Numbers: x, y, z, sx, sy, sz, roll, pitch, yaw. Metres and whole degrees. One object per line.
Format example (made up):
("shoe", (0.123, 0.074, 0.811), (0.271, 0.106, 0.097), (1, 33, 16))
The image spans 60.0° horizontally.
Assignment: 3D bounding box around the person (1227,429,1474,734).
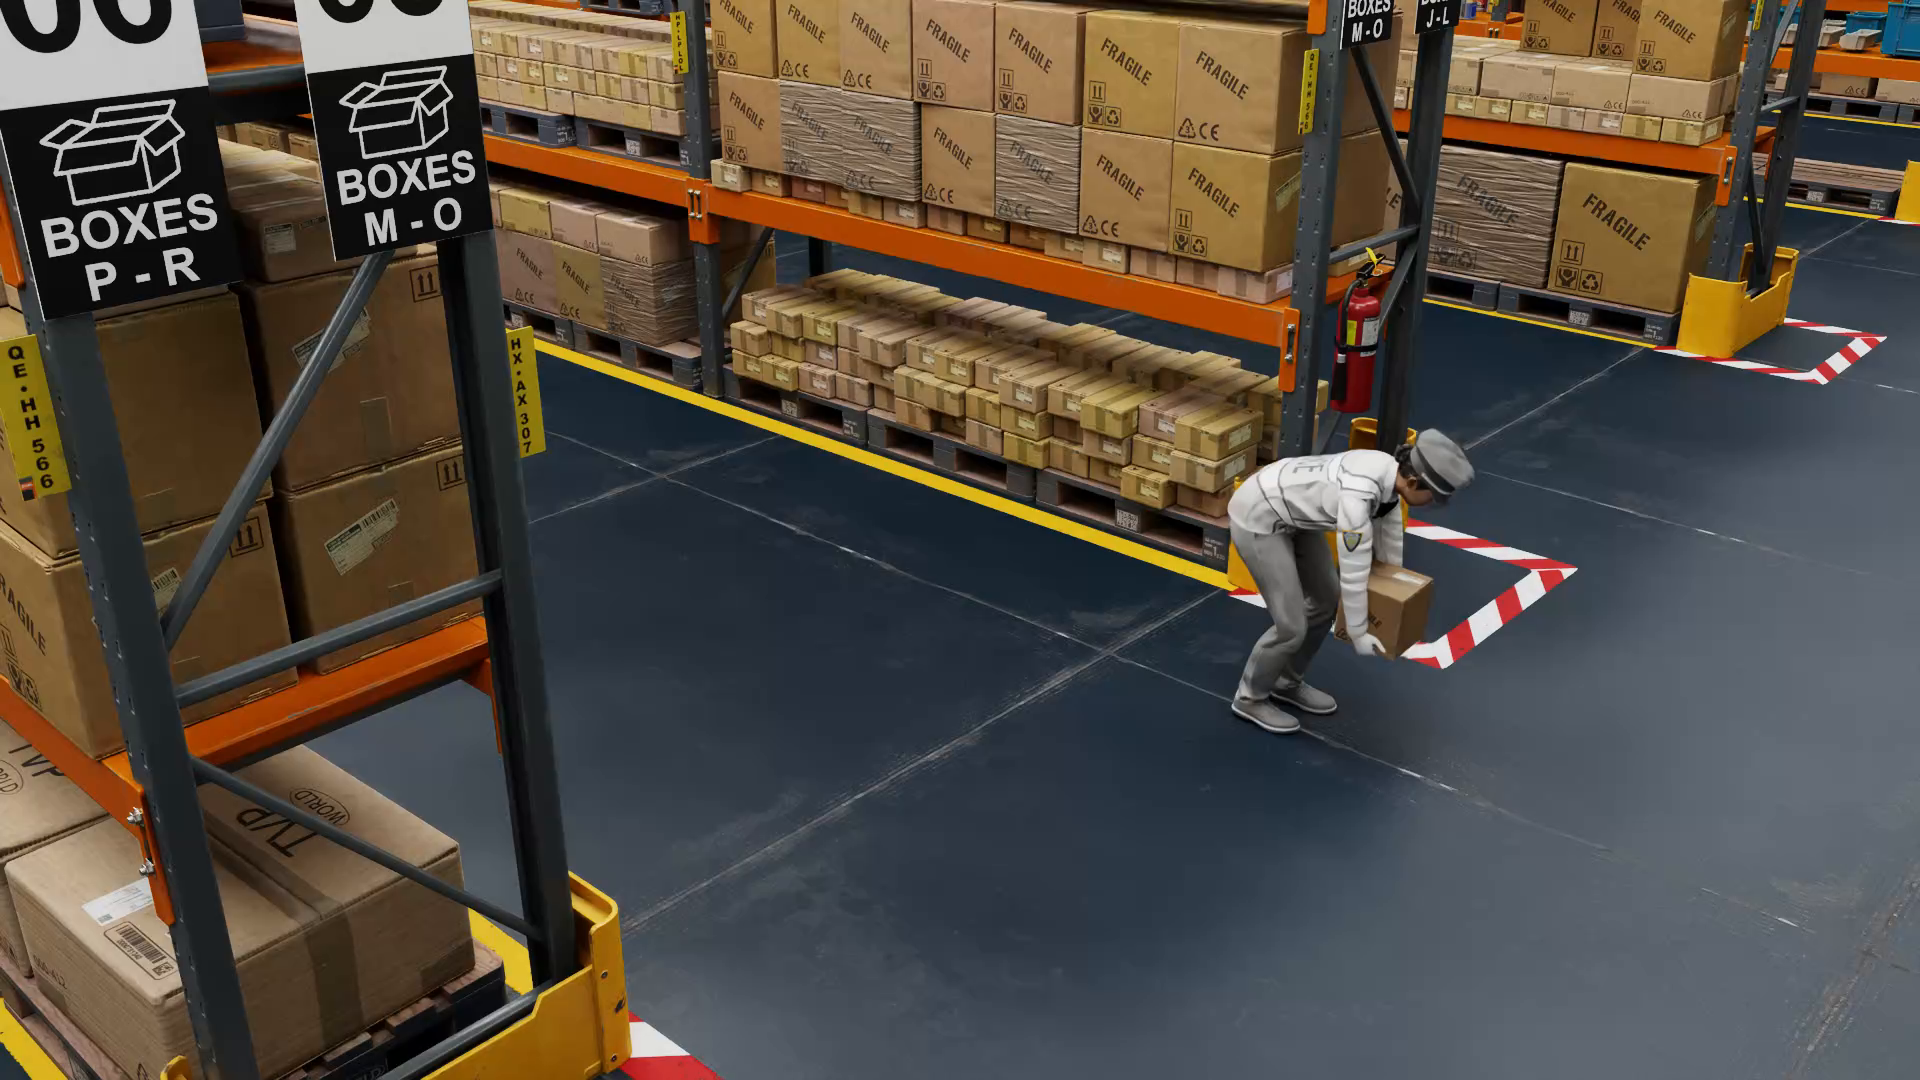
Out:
("person", (1.432, 0.144, 6.268), (0.888, 1.269, 0.424), (15, 28, 31))
